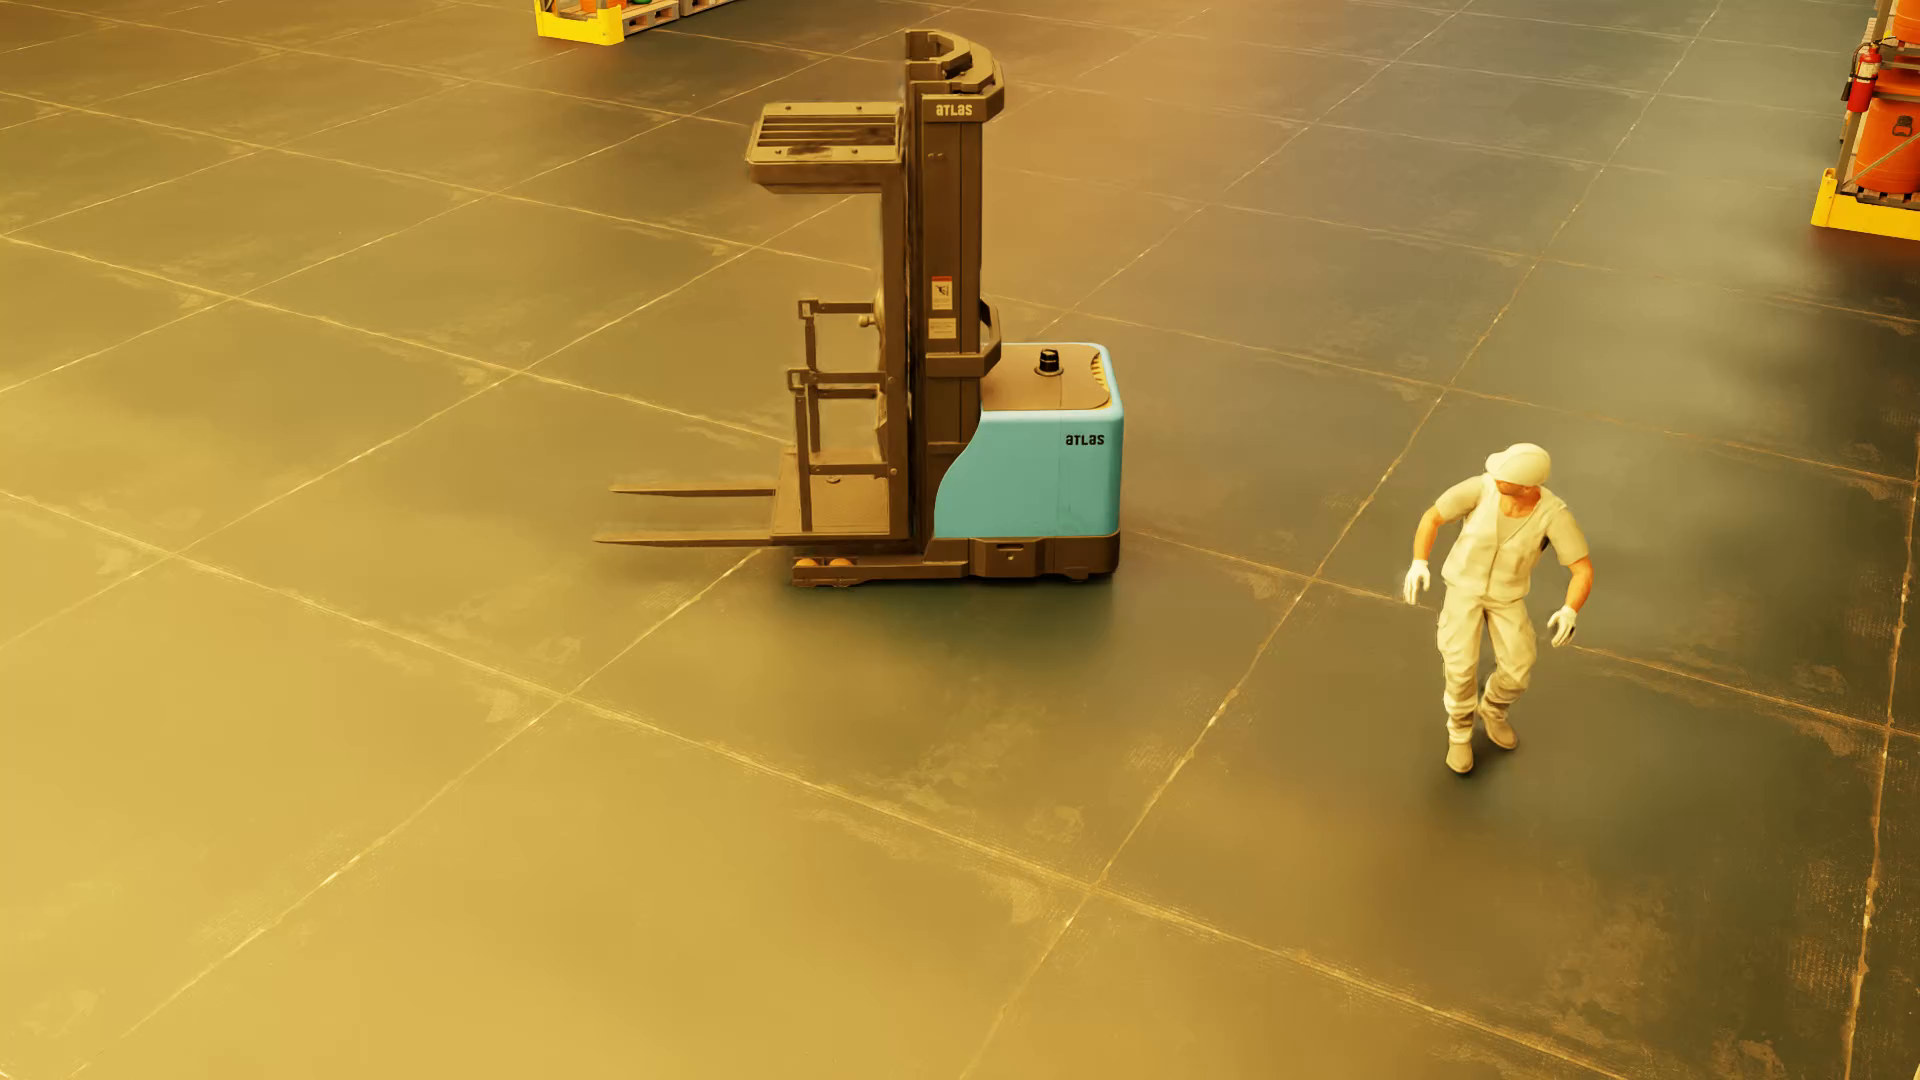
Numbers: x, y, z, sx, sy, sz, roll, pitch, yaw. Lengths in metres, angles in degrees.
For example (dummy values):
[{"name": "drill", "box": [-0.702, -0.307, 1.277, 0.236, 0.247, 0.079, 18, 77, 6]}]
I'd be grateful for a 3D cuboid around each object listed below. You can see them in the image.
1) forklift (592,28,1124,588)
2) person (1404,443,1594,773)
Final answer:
[{"name": "forklift", "box": [-0.610, -1.261, 9.256, 3.031, 2.935, 1.130, -1, 30, -1]}, {"name": "person", "box": [2.482, 0.321, 7.758, 0.821, 1.686, 0.726, 7, 31, 11]}]
